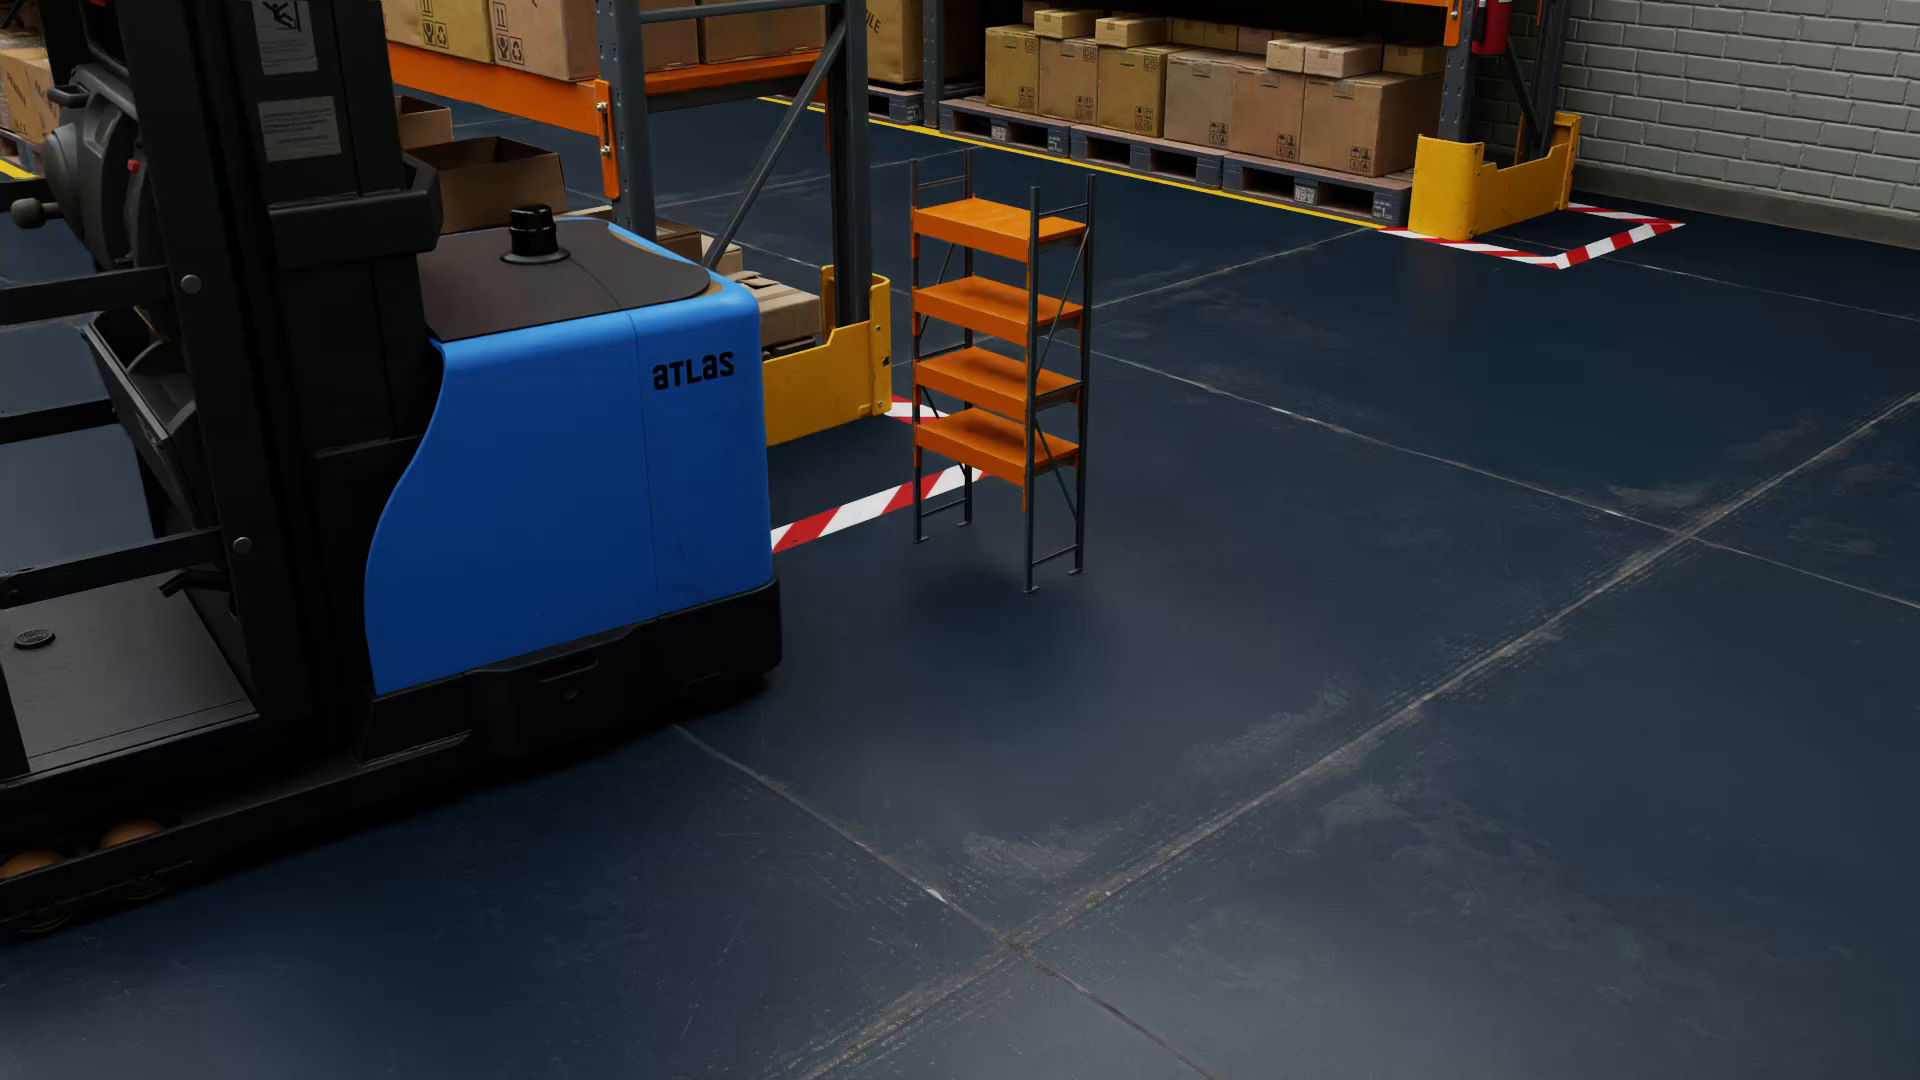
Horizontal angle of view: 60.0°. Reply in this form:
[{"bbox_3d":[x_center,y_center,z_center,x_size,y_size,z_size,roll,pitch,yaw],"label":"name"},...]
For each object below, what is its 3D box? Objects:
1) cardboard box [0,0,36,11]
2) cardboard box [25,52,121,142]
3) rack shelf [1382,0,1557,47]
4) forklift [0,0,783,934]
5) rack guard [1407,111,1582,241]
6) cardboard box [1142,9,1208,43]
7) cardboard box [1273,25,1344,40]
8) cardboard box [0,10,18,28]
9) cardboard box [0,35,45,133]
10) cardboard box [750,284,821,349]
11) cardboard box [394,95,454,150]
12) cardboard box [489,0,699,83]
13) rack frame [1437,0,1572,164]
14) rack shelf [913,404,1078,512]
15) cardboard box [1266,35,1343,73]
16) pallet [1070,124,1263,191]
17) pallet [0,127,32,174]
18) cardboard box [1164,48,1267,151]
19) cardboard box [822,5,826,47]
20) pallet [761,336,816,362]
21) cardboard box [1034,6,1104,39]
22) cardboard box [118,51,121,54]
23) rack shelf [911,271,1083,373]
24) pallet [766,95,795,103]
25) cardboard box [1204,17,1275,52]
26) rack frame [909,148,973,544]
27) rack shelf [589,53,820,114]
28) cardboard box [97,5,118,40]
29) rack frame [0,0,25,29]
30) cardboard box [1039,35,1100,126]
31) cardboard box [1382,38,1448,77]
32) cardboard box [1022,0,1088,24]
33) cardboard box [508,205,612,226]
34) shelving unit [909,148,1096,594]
[{"bbox_3d":[-6.702,-3.748,11.983,0.500,0.311,0.500,-22,33,-40],"label":"cardboard box"},{"bbox_3d":[-5.029,-2.531,9.665,0.500,0.500,0.500,22,33,40],"label":"cardboard box"},{"bbox_3d":[1.521,-3.415,9.989,1.077,0.370,4.000,-21,32,-38],"label":"rack shelf"},{"bbox_3d":[-1.971,-0.767,3.401,3.031,2.935,1.130,-16,29,-31],"label":"forklift"},{"bbox_3d":[2.905,-1.992,9.015,1.175,0.500,0.348,-21,32,-38],"label":"rack guard"},{"bbox_3d":[1.351,-3.227,10.433,0.380,0.149,0.250,-21,32,-38],"label":"cardboard box"},{"bbox_3d":[2.051,-2.917,9.755,0.380,0.149,0.250,-21,32,-38],"label":"cardboard box"},{"bbox_3d":[-6.731,-3.438,11.304,0.500,0.311,0.500,-20,31,-37],"label":"cardboard box"},{"bbox_3d":[-5.729,-2.841,10.345,0.500,0.500,0.500,22,33,40],"label":"cardboard box"},{"bbox_3d":[-0.761,-0.858,6.421,0.380,0.149,0.250,-21,32,-38],"label":"cardboard box"},{"bbox_3d":[-2.863,-1.913,8.311,0.500,0.500,0.500,-21,32,-38],"label":"cardboard box"},{"bbox_3d":[-1.230,-1.834,5.536,0.500,0.500,0.500,-20,31,-37],"label":"cardboard box"},{"bbox_3d":[2.888,-3.137,8.512,1.000,3.000,0.127,-21,32,-38],"label":"rack frame"},{"bbox_3d":[0.113,-0.254,5.001,0.258,0.148,0.480,-21,32,-38],"label":"rack shelf"},{"bbox_3d":[1.941,-2.734,9.353,0.380,0.149,0.250,-20,31,-37],"label":"cardboard box"},{"bbox_3d":[1.455,-2.458,10.383,1.003,0.211,1.213,-21,32,-38],"label":"pallet"},{"bbox_3d":[-5.710,-2.648,10.801,1.003,0.211,1.213,-21,32,-38],"label":"pallet"},{"bbox_3d":[1.650,-2.678,10.012,0.500,0.500,0.700,23,33,40],"label":"cardboard box"},{"bbox_3d":[-0.995,-3.990,12.466,0.750,0.750,0.750,-20,31,-37],"label":"cardboard box"},{"bbox_3d":[-1.323,-0.726,6.587,1.003,0.211,1.213,-21,32,-38],"label":"pallet"},{"bbox_3d":[0.691,-3.286,10.564,0.380,0.149,0.250,-20,31,-37],"label":"cardboard box"},{"bbox_3d":[-4.666,-2.686,10.006,0.500,0.500,0.500,22,33,40],"label":"cardboard box"},{"bbox_3d":[0.113,-0.638,4.826,0.258,0.148,0.480,-21,32,-38],"label":"rack shelf"},{"bbox_3d":[-1.266,-3.662,13.023,1.003,0.211,1.213,-21,32,-38],"label":"pallet"},{"bbox_3d":[1.700,-3.072,10.094,0.380,0.149,0.250,-21,32,-38],"label":"cardboard box"},{"bbox_3d":[-0.054,-0.570,5.053,0.240,1.200,0.015,-21,32,-38],"label":"rack frame"},{"bbox_3d":[-2.092,-2.098,6.866,0.919,0.124,3.809,-21,32,-38],"label":"rack shelf"},{"bbox_3d":[-5.341,-3.325,10.504,0.500,0.250,0.500,-20,31,-37],"label":"cardboard box"},{"bbox_3d":[-6.193,-4.154,10.742,1.000,3.000,0.127,-21,32,-38],"label":"rack frame"},{"bbox_3d":[0.932,-2.994,10.704,0.700,0.500,0.500,-22,32,-39],"label":"cardboard box"},{"bbox_3d":[2.568,-2.688,9.253,0.380,0.149,0.250,-21,32,-38],"label":"cardboard box"},{"bbox_3d":[0.636,-3.542,11.125,0.380,0.149,0.250,-21,32,-39],"label":"cardboard box"},{"bbox_3d":[-1.573,-1.228,7.110,0.500,0.250,0.500,-21,32,-38],"label":"cardboard box"},{"bbox_3d":[0.113,-0.496,4.891,0.258,1.200,0.503,-21,32,-38],"label":"shelving unit"}]
